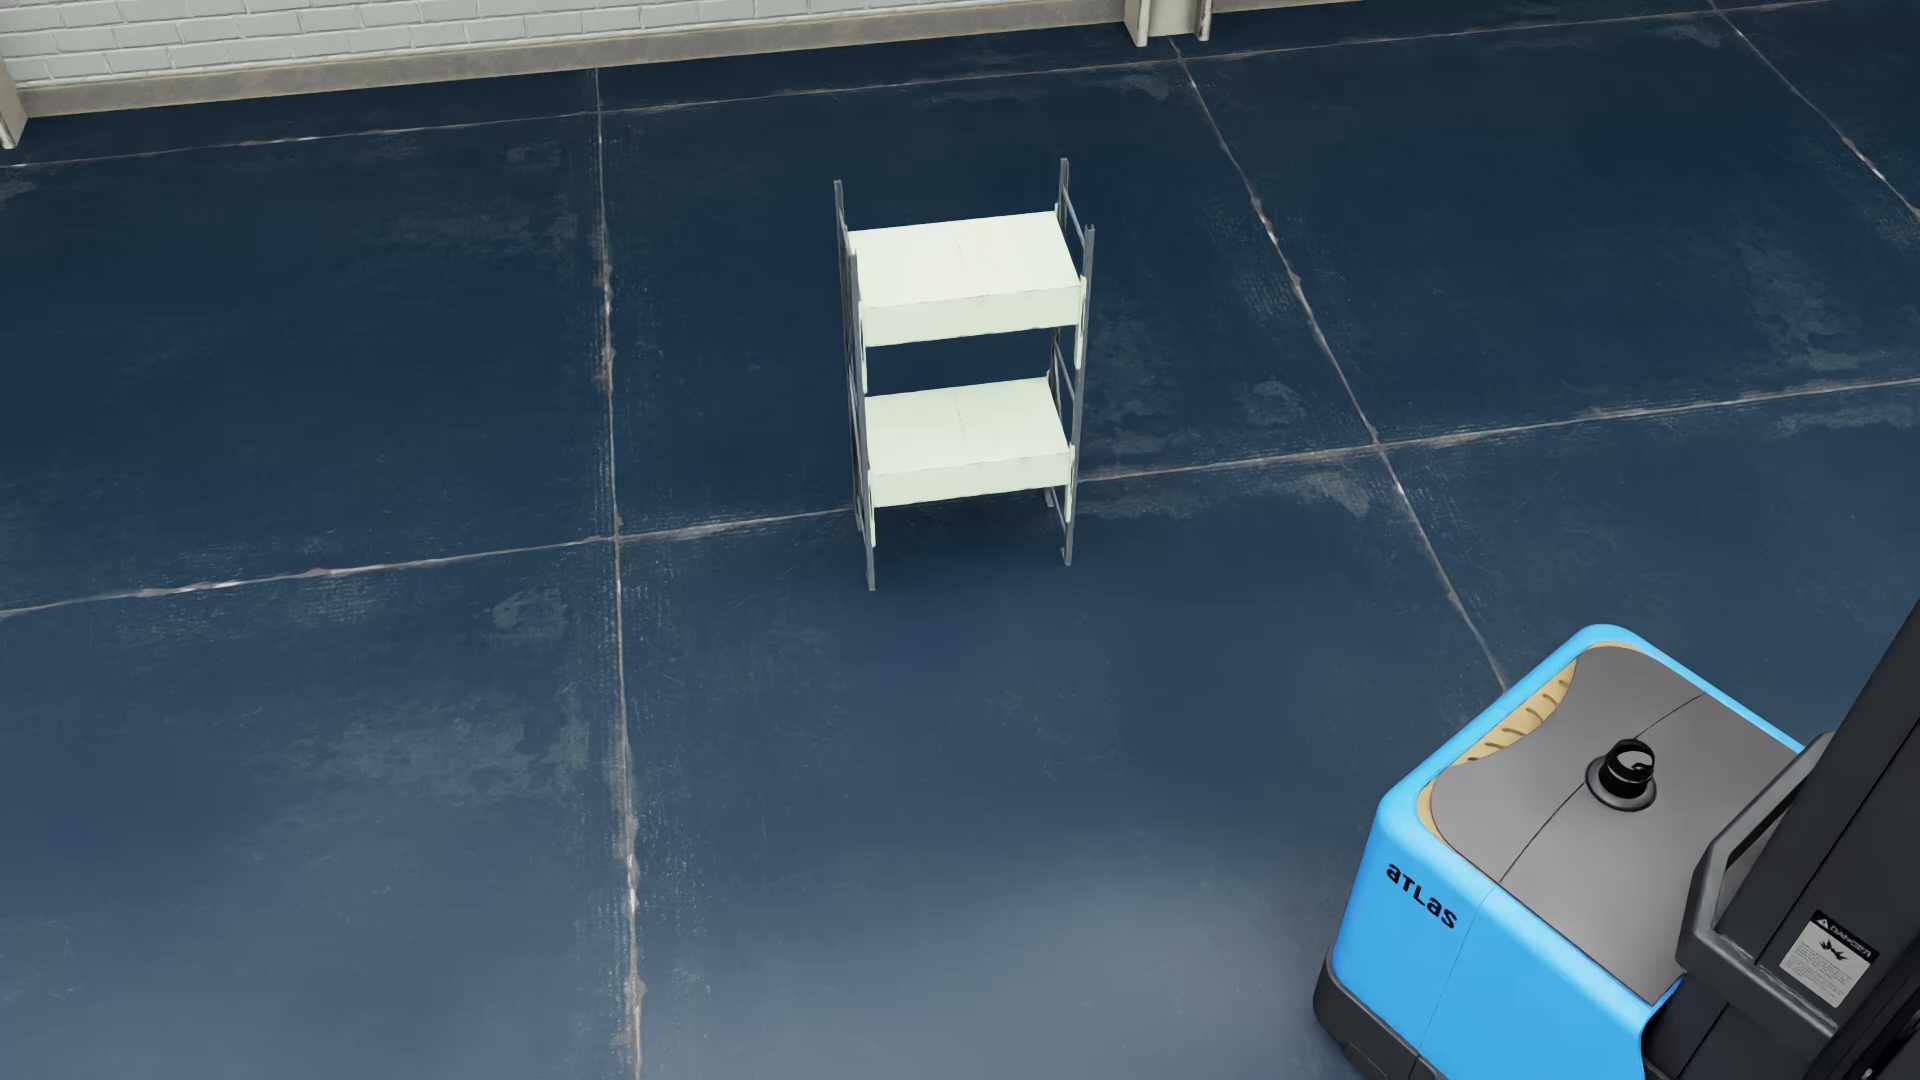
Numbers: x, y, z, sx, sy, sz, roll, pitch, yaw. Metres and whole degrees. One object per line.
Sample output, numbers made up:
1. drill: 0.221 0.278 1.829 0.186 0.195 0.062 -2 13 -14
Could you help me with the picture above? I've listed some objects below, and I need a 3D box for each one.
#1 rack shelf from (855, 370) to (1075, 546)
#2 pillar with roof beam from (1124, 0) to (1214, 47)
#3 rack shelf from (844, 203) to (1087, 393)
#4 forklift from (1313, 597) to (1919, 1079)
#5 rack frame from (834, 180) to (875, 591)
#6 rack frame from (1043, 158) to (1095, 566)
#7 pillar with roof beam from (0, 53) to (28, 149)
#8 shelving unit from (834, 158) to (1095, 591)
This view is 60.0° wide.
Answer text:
1. rack shelf: 0.007 -0.295 5.945 0.720 0.370 0.431 -7 46 -7
2. pillar with roof beam: 1.832 -2.796 2.695 0.400 9.000 9.100 -7 46 -7
3. rack shelf: 0.007 -0.792 5.430 0.720 0.370 0.431 -7 46 -7
4. forklift: 2.370 0.964 3.286 1.130 2.935 3.031 -32 54 -27
5. rack frame: -0.354 -0.476 5.667 0.023 1.500 0.400 -7 46 -7
6. rack frame: 0.367 -0.566 5.754 0.023 1.500 0.400 -7 46 -7
7. pillar with roof beam: -4.081 -2.060 1.986 0.400 9.000 9.100 -7 46 -7
8. shelving unit: 0.007 -0.521 5.711 0.755 1.500 0.431 -7 46 -7
